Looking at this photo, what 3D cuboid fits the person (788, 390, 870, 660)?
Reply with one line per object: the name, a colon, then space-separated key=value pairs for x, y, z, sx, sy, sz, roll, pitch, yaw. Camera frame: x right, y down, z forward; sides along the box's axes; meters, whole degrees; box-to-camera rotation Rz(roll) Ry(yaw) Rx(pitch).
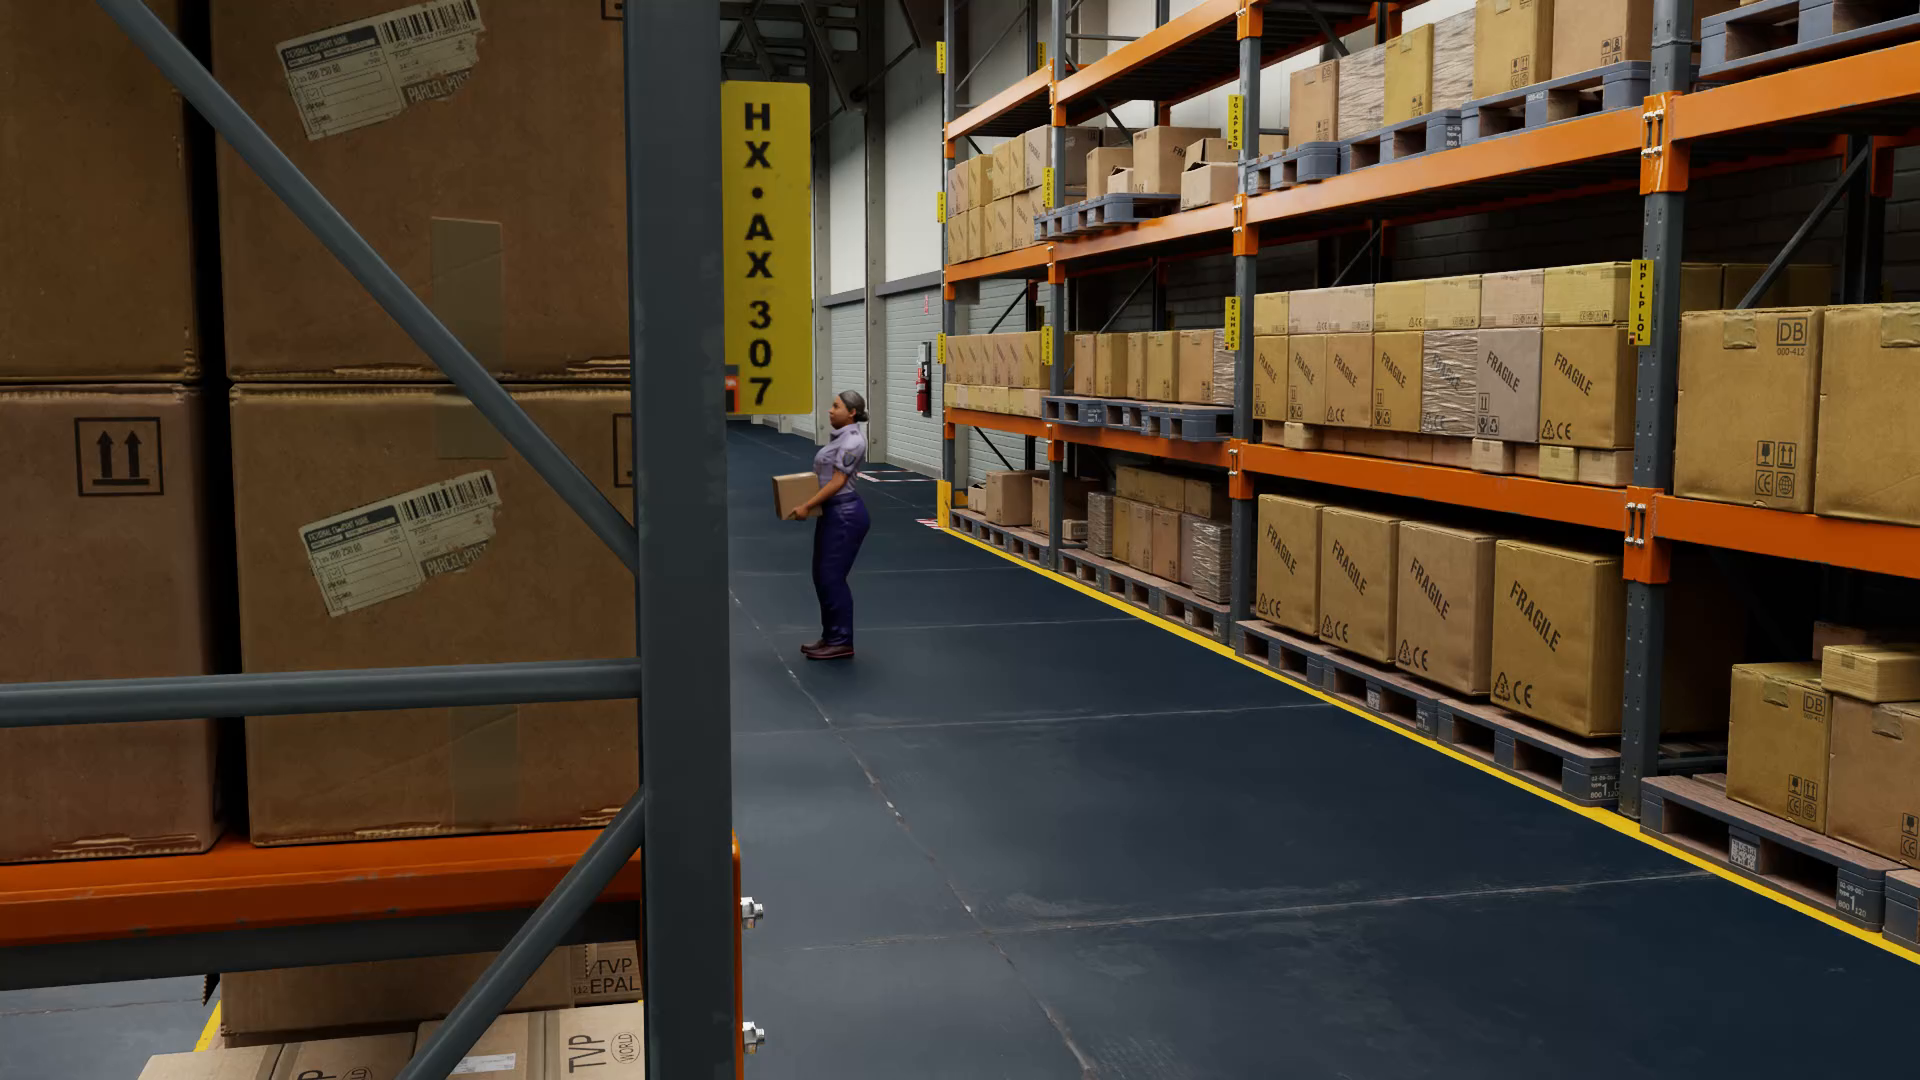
person: x=-0.814 y=-0.093 z=10.216 sx=0.518 sy=1.624 sz=0.453 roll=-1 pitch=6 yaw=-13
